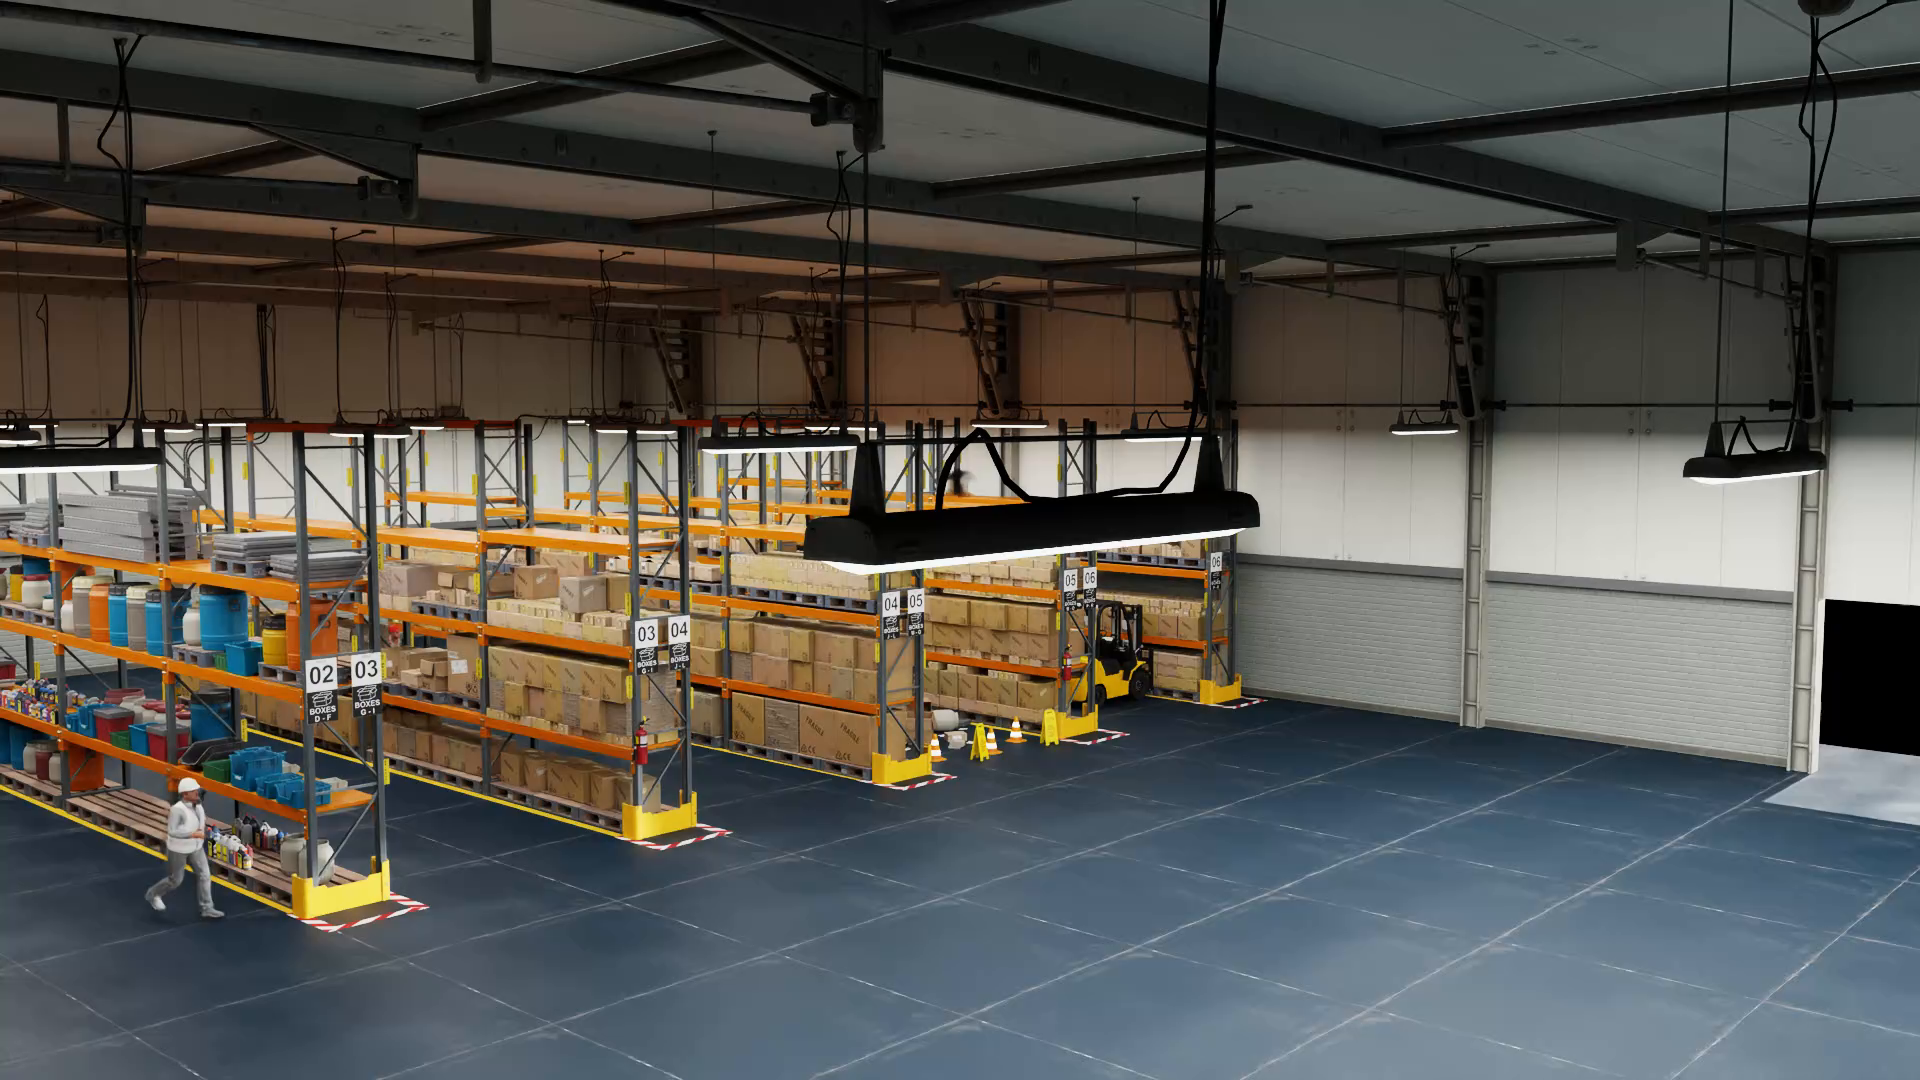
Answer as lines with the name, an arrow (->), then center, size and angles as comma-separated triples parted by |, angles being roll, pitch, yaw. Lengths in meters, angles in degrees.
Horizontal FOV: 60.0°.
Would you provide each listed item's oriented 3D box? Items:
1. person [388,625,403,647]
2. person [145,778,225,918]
person -> -11.988, 2.629, 34.919 | 0.705, 1.712, 0.624 | 3, 5, 28
person -> -9.543, 3.767, 20.389 | 1.025, 1.739, 0.632 | 1, 5, 18
